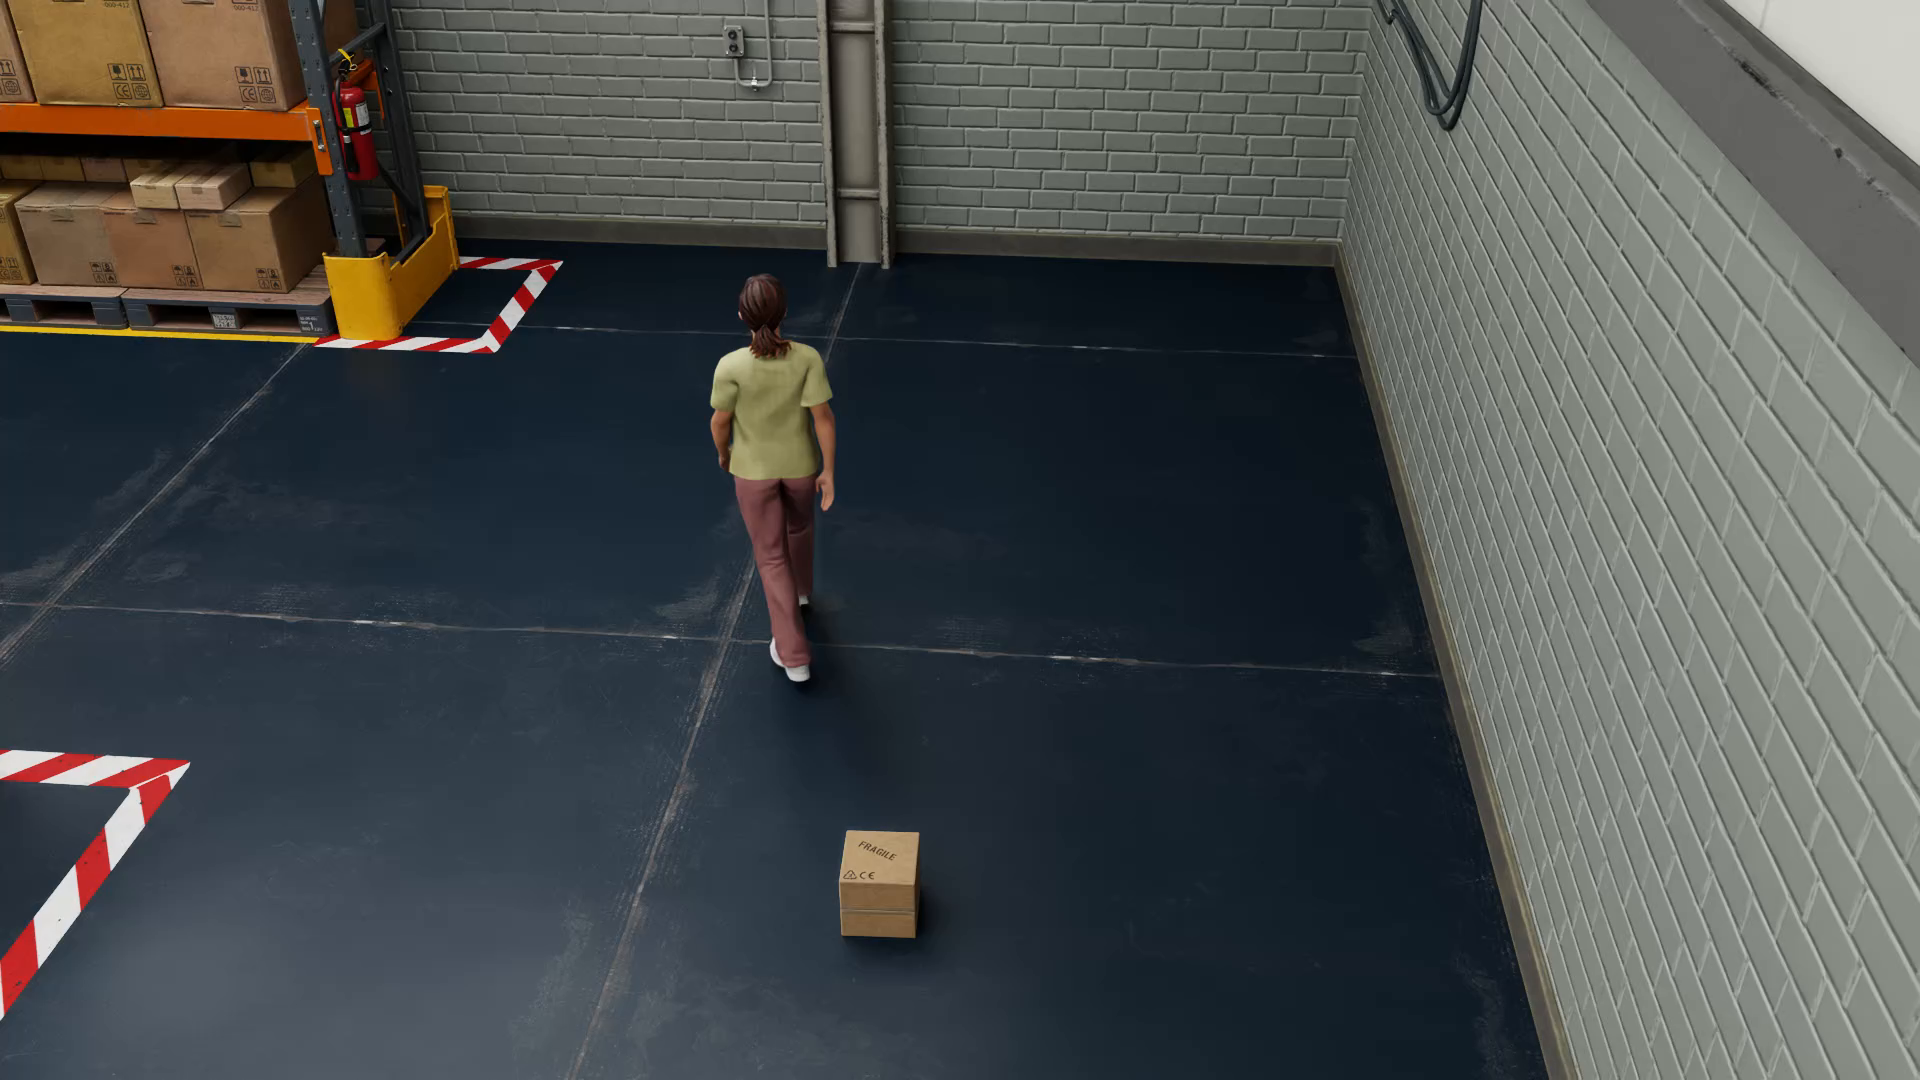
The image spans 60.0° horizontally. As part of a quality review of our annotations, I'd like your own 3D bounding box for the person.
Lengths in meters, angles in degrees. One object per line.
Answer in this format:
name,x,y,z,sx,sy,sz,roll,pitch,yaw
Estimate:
person,-0.748,-0.286,6.601,0.459,1.690,0.792,-10,33,-15
